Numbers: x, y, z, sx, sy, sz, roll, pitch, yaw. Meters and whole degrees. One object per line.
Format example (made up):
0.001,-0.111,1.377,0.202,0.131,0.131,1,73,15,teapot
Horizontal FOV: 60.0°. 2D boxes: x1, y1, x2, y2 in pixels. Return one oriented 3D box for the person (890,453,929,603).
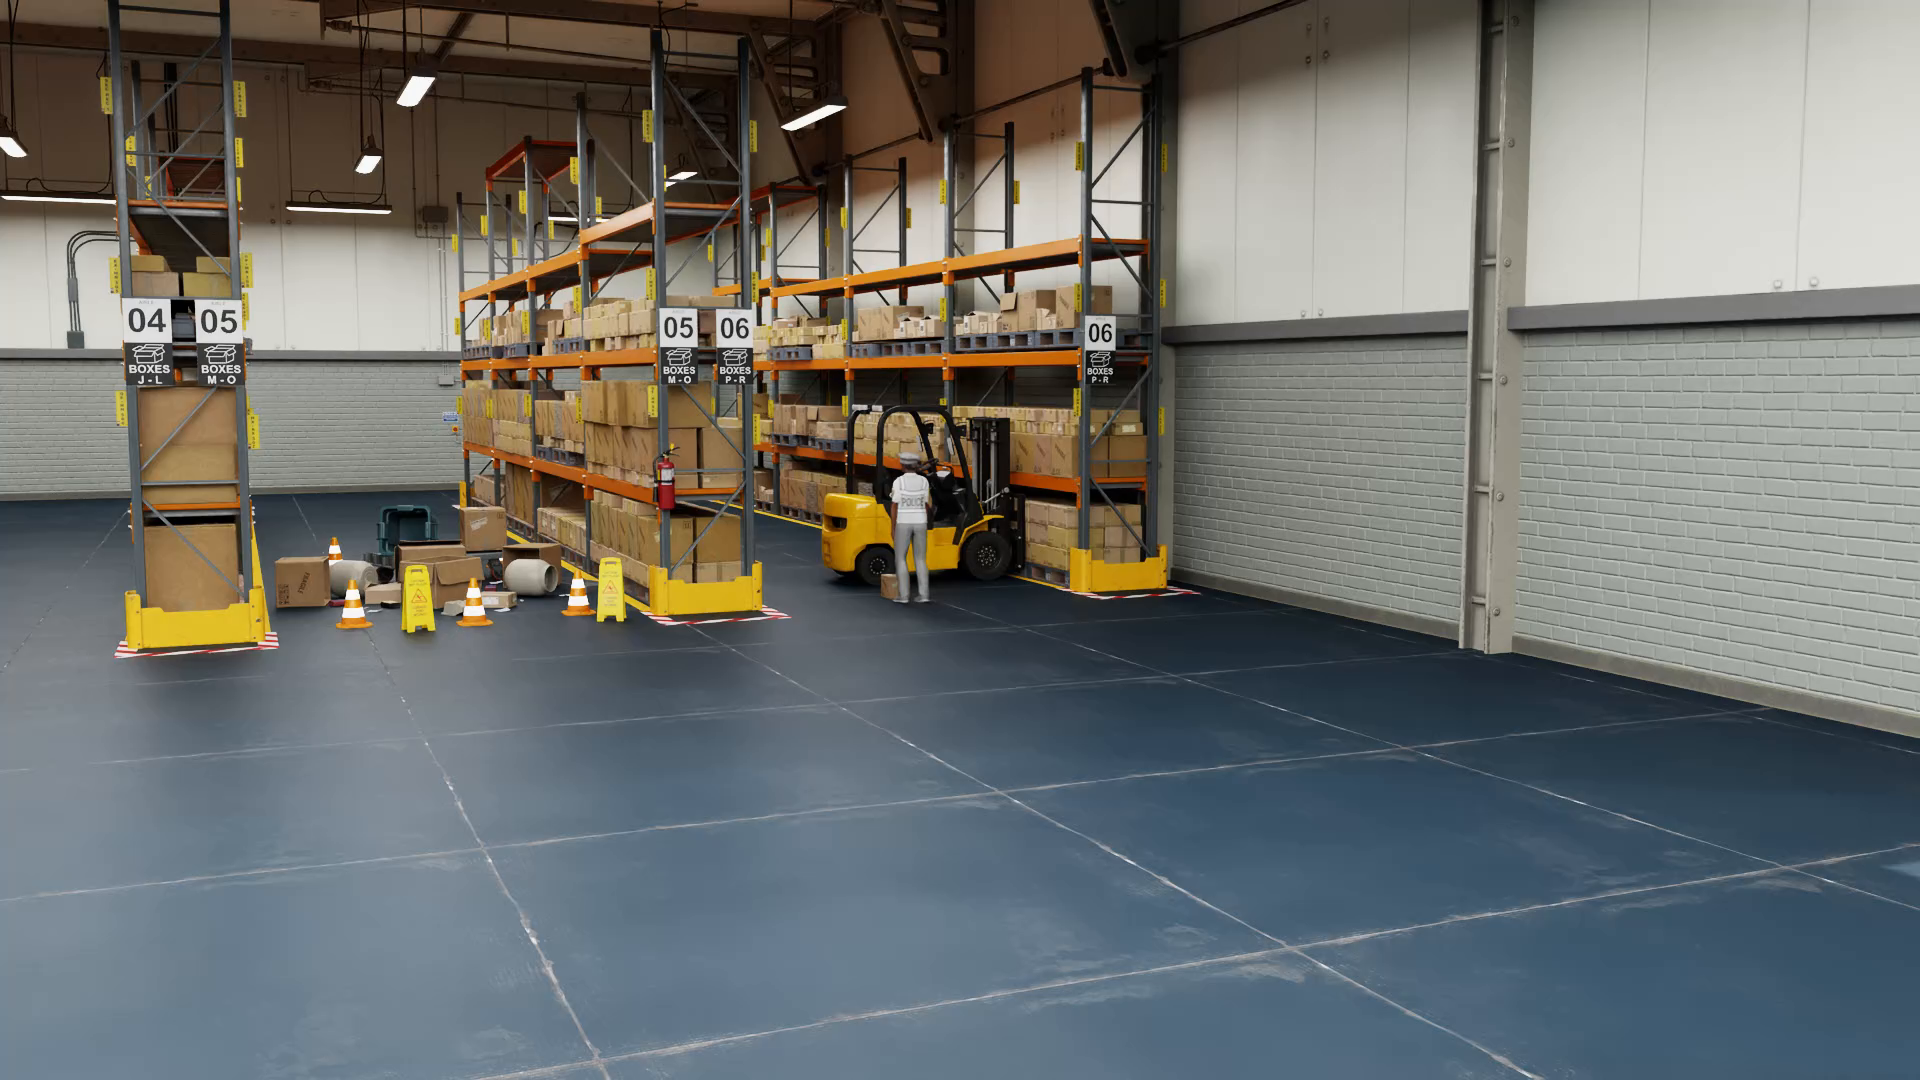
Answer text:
-0.566,-0.125,18.391,0.438,1.665,0.341,-2,6,-23,person
